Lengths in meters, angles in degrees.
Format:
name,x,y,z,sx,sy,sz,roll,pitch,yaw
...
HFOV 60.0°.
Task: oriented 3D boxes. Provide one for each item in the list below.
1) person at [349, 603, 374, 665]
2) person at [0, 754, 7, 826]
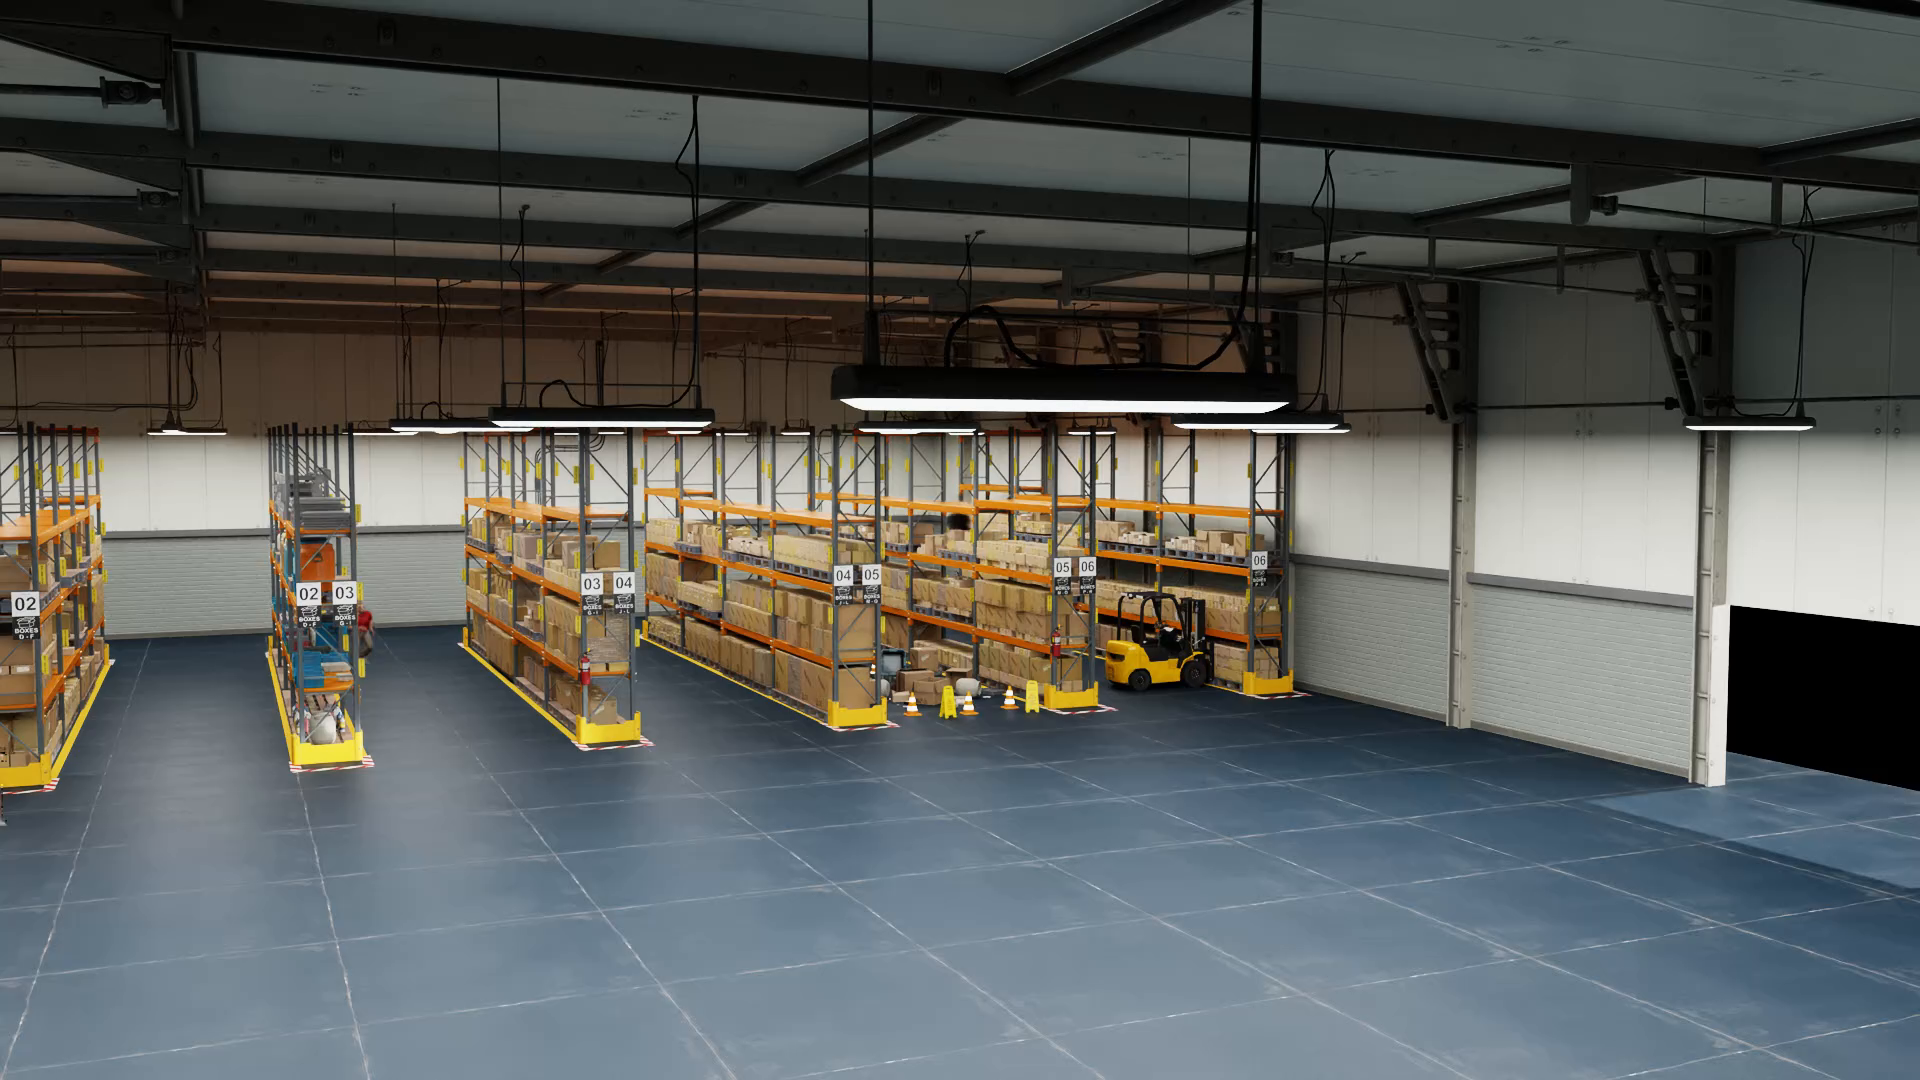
name,x,y,z,sx,sy,sz,roll,pitch,yaw
person,-14.987,2.369,41.664,0.675,1.614,0.852,-3,4,-39
person,-14.537,3.422,24.503,0.872,1.669,0.604,0,4,-6
